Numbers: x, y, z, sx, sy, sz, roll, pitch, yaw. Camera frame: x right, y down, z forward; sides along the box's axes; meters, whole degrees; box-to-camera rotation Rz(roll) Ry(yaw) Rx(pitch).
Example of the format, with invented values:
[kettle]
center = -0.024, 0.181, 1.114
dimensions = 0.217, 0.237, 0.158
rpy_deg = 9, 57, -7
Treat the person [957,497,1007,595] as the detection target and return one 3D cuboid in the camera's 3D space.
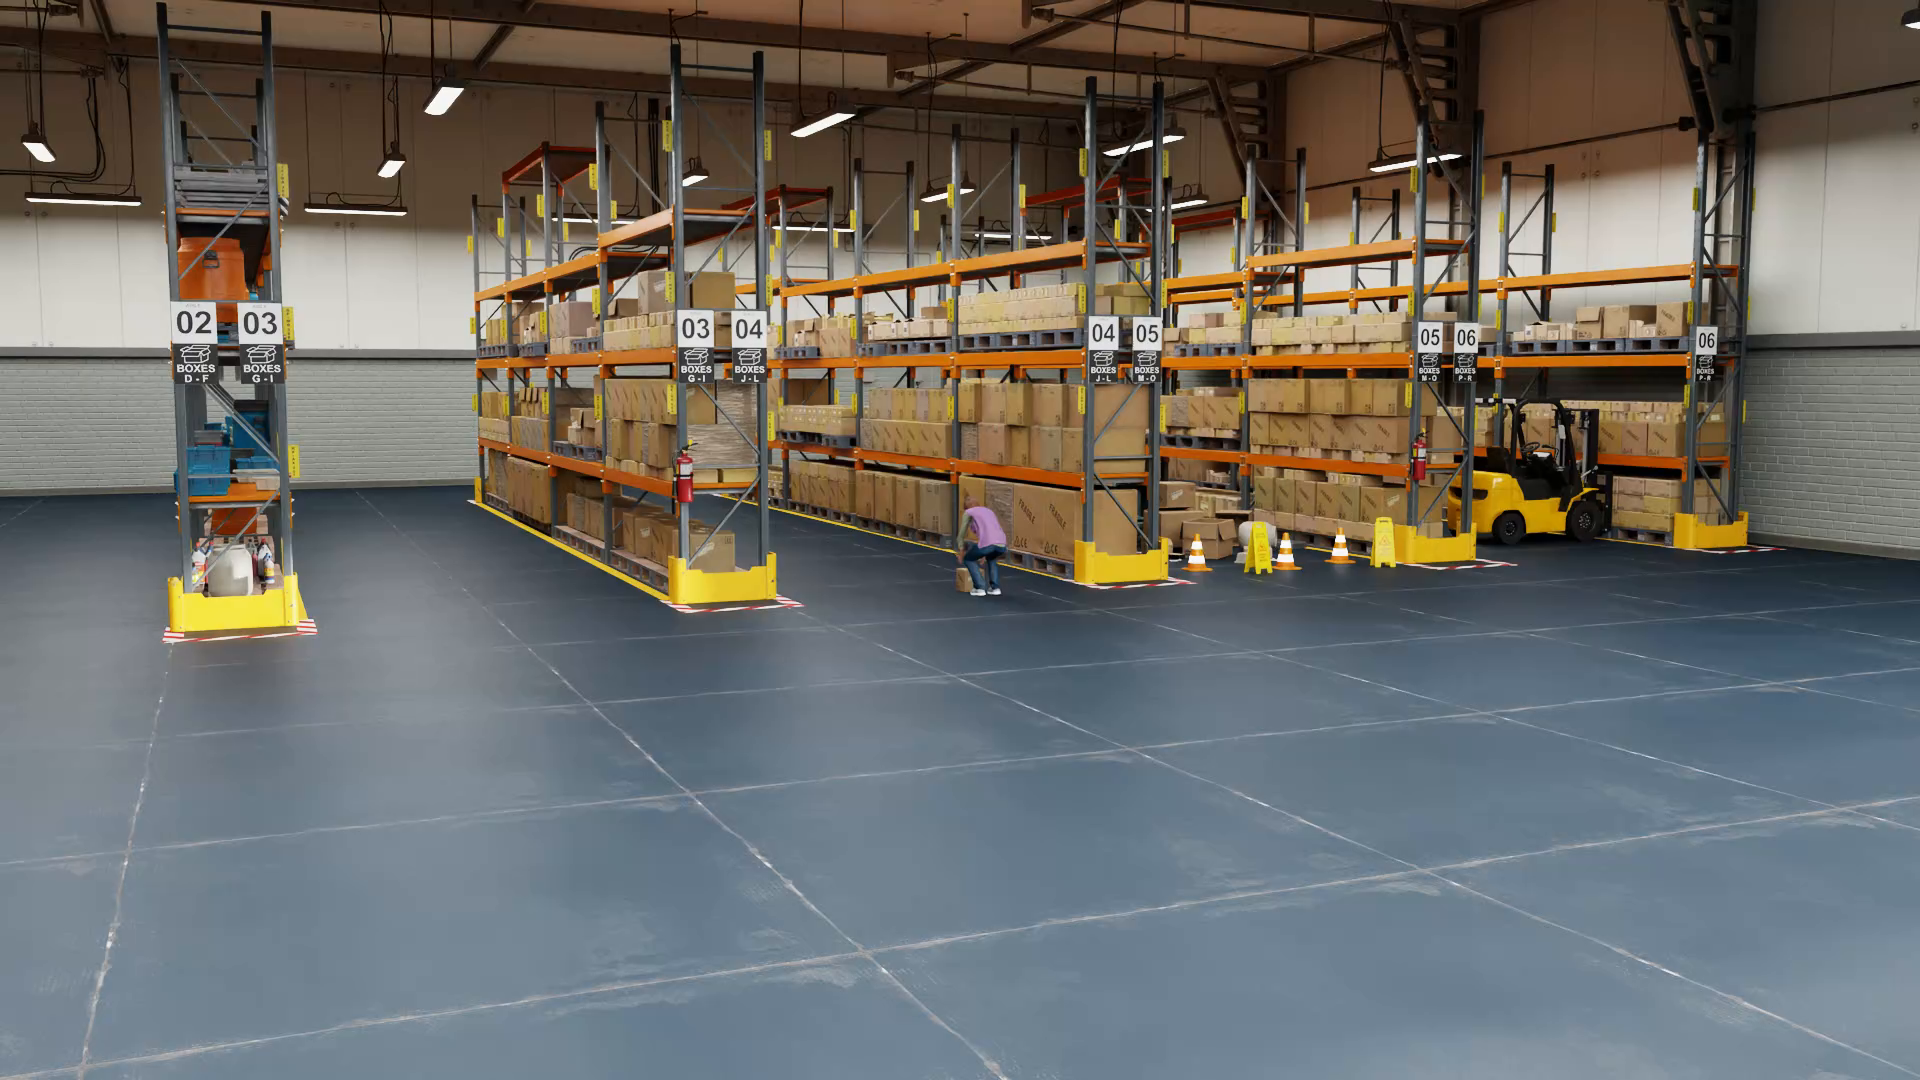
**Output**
[person]
center = 0.243, 0.085, 18.970
dimensions = 0.460, 1.088, 0.745
rpy_deg = -2, 6, -24
